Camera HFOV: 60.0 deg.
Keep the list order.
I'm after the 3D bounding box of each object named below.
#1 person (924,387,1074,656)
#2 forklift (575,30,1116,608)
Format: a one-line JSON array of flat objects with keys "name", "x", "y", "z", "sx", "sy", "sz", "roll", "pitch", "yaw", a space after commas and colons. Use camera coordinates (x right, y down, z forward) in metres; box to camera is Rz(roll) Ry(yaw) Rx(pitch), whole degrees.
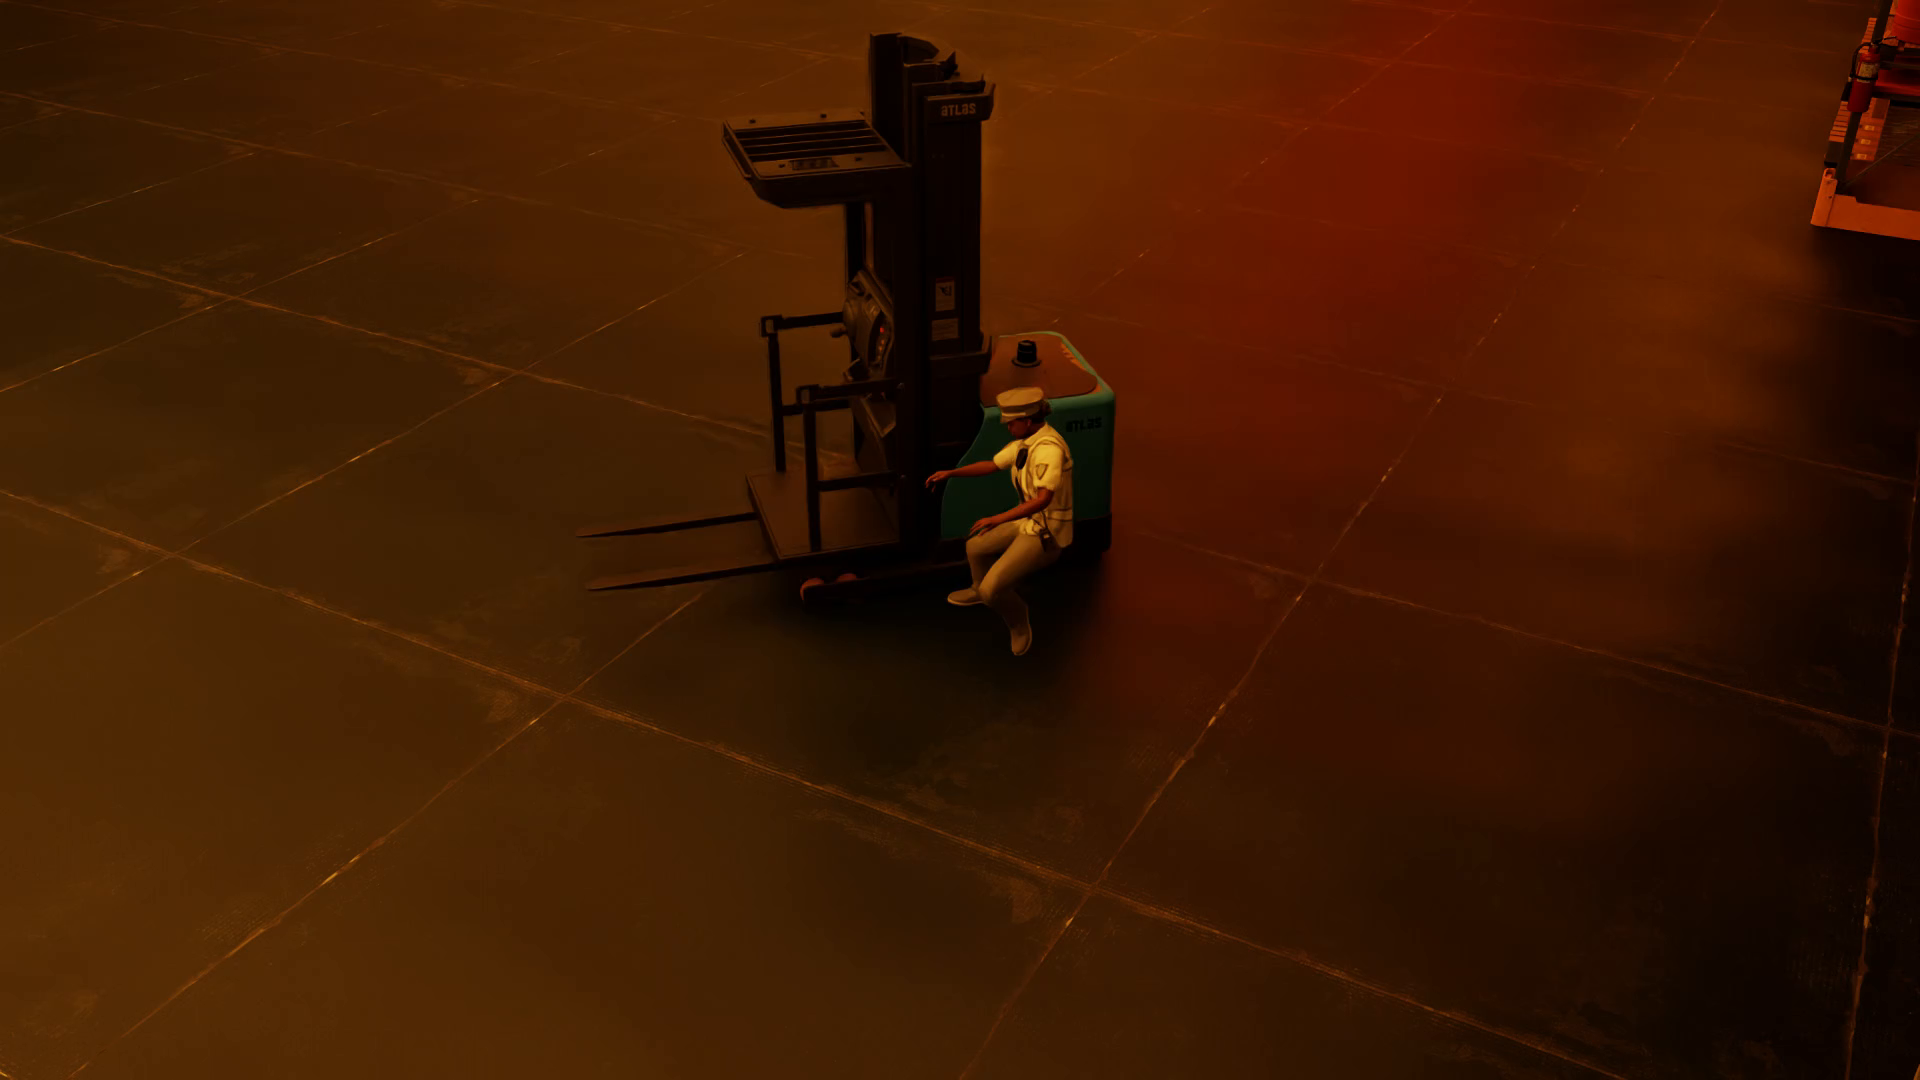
[{"name": "person", "x": 0.202, "y": -0.094, "z": 8.714, "sx": 0.751, "sy": 1.442, "sz": 0.858, "roll": -5, "pitch": 30, "yaw": -8}, {"name": "forklift", "x": -0.685, "y": -1.181, "z": 9.117, "sx": 3.031, "sy": 2.935, "sz": 1.130, "roll": -8, "pitch": 31, "yaw": -14}]
